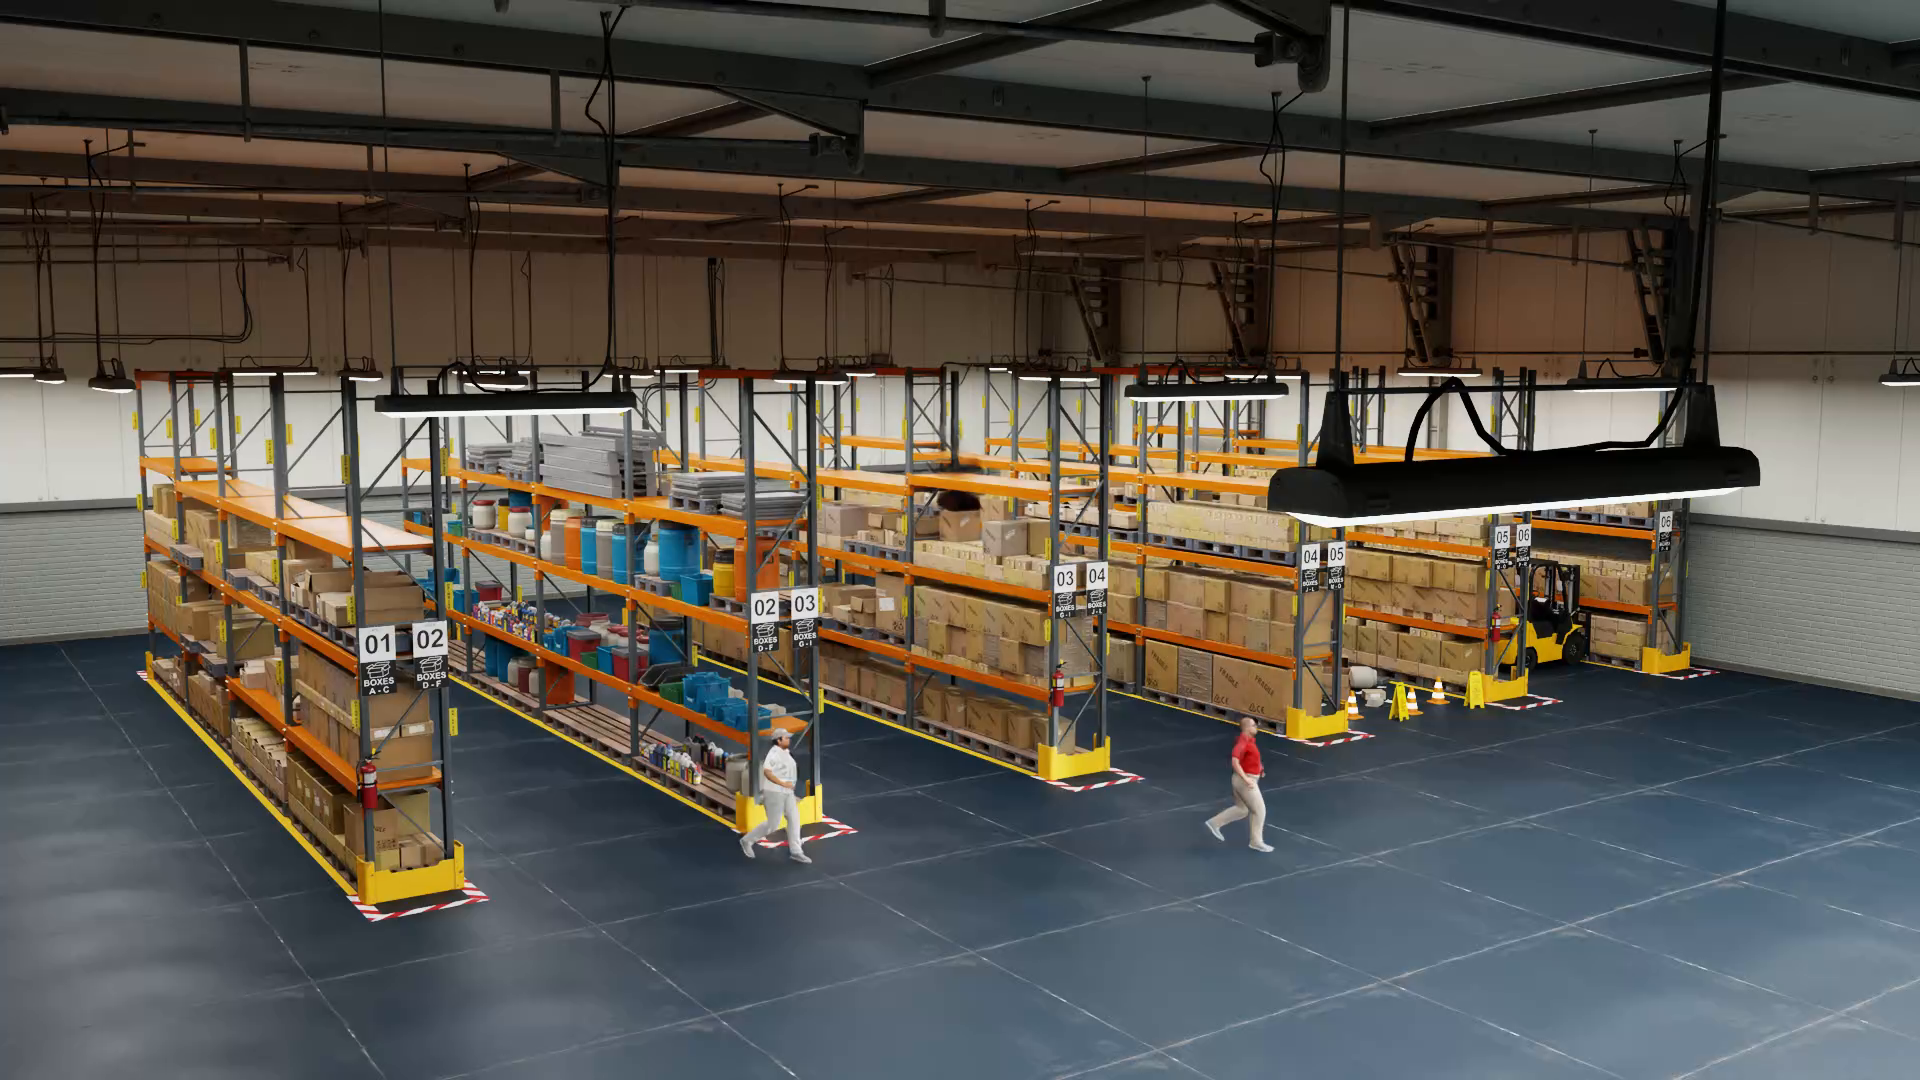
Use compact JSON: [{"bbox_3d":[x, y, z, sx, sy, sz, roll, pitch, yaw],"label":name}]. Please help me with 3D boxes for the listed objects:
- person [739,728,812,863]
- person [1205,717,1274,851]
[{"bbox_3d":[-2.245,3.172,20.799,0.919,1.635,0.687,2,7,16],"label":"person"},{"bbox_3d":[3.580,3.111,21.203,0.868,1.725,0.675,0,6,2],"label":"person"}]
